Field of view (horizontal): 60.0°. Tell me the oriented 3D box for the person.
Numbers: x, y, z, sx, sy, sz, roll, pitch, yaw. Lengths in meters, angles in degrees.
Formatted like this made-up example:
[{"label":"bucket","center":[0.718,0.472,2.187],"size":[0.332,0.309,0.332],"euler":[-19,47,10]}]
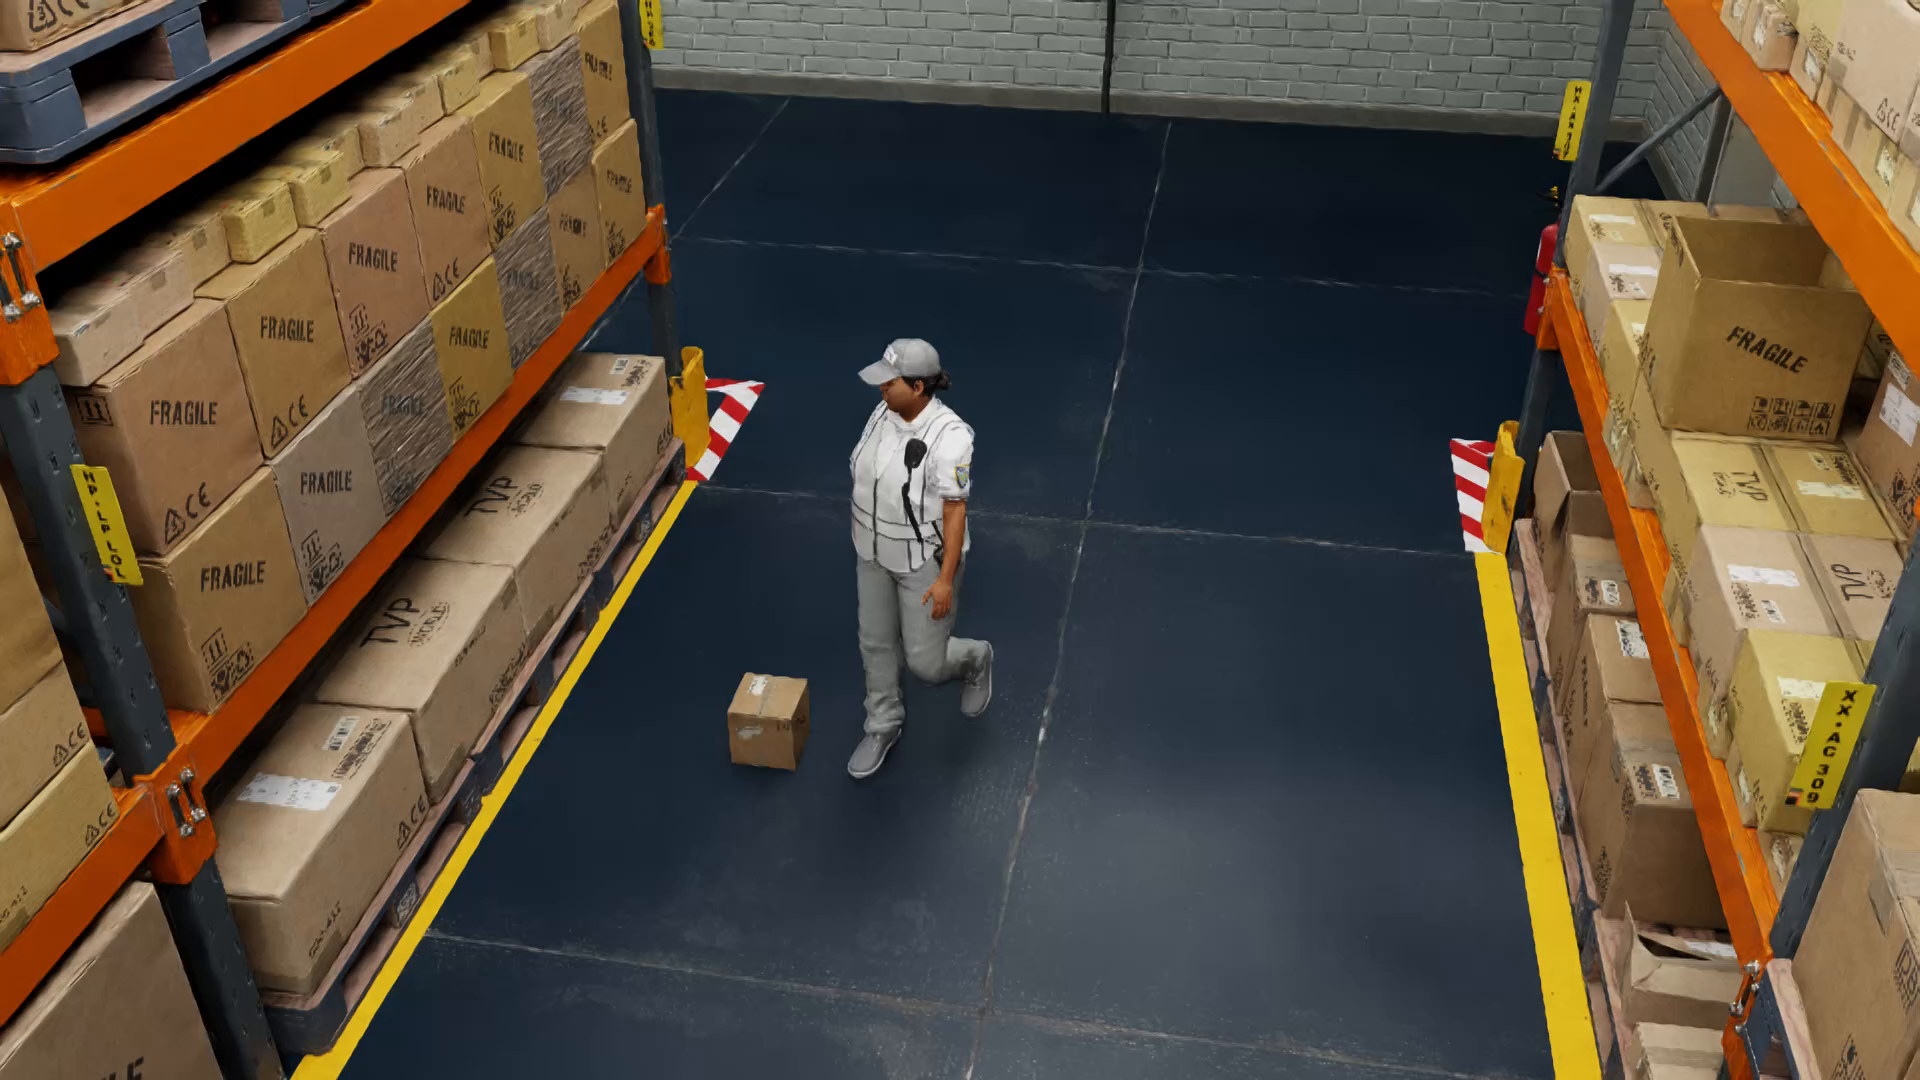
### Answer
[{"label":"person","center":[-0.182,0.061,6.033],"size":[0.517,1.669,0.672],"euler":[25,40,34]}]
